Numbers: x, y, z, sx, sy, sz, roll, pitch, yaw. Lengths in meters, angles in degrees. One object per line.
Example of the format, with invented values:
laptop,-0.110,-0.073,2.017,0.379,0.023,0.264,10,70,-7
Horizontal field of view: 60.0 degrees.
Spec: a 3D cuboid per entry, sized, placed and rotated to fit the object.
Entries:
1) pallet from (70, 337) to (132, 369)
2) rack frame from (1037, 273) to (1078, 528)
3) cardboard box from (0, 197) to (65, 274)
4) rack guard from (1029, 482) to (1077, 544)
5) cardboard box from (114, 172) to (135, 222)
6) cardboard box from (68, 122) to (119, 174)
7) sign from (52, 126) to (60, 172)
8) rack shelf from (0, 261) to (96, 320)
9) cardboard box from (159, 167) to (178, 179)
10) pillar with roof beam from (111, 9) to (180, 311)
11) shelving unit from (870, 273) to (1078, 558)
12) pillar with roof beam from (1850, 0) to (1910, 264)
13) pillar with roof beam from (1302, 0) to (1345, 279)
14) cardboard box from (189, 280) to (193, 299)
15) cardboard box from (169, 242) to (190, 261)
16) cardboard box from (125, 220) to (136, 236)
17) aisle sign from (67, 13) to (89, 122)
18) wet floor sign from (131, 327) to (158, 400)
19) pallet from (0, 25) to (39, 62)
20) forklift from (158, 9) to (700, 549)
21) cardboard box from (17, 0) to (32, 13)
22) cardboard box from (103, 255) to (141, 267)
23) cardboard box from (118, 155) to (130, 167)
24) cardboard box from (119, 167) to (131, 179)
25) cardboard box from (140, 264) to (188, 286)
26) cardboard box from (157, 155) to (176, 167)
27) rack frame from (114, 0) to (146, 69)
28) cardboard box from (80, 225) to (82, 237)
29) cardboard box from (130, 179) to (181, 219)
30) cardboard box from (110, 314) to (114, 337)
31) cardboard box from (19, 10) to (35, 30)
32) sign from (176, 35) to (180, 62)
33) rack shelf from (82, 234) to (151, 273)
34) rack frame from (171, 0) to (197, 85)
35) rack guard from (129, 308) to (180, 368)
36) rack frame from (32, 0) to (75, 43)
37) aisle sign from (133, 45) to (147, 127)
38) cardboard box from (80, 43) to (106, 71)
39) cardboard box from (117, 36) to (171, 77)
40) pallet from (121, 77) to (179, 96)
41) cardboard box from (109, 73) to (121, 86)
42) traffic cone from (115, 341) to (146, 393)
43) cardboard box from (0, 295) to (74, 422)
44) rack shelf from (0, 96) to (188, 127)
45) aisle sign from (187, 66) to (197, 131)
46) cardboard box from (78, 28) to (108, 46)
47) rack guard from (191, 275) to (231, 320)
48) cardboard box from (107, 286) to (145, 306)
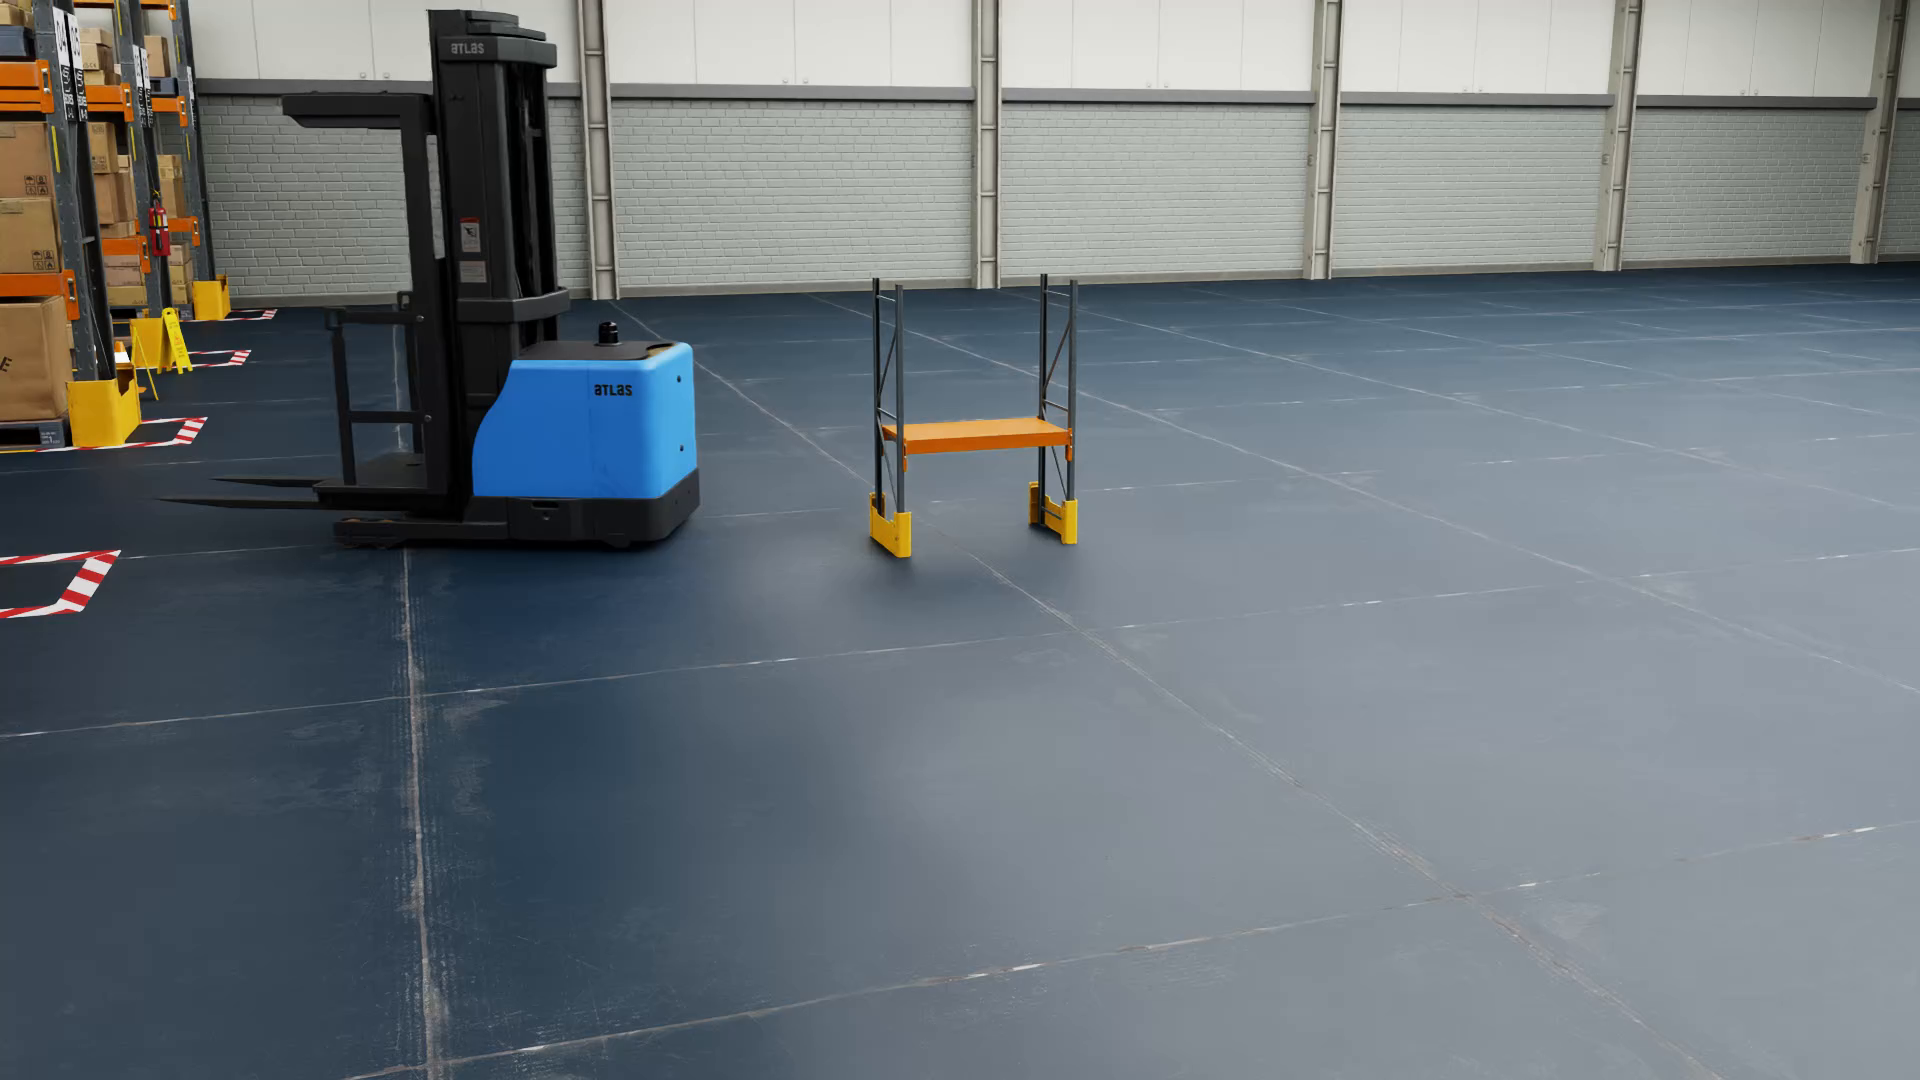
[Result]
pallet,-9.281,-1.955,17.406,1.213,0.211,1.003,-4,14,-18
rack frame,0.563,-0.773,9.653,0.032,1.500,0.500,-4,14,-18
cardboard box,-7.090,-2.327,12.620,0.550,0.550,0.875,-4,14,-18
rack guard,0.544,-0.164,9.792,0.087,0.250,0.587,-4,14,-18
cardboard box,-8.965,-3.589,17.389,0.500,0.500,0.500,-5,14,-19
cardboard box,-8.842,-3.964,16.805,0.500,0.500,0.700,-5,14,-19
sign,-6.593,-2.850,12.128,0.005,0.325,0.100,-4,14,-18
rack shelf,-8.649,-1.794,12.257,4.000,0.370,1.077,-4,14,-18
cardboard box,-10.254,-4.735,21.450,0.250,0.149,0.380,-4,14,-17
pillar with roof beam,-9.589,-6.579,17.854,0.400,9.000,9.100,-4,14,-18
shelving unit,0.072,-0.735,9.493,1.083,1.500,0.587,-4,14,-18
pillar with roof beam,18.845,-8.793,27.162,0.400,9.000,9.100,-4,14,-18
pillar with roof beam,7.471,-7.907,23.439,0.400,9.000,9.100,-4,14,-18
cardboard box,-10.542,-3.331,22.200,0.500,0.250,0.500,-4,14,-18
cardboard box,-10.530,-3.817,22.082,0.500,0.250,0.500,-5,14,-19
cardboard box,-8.816,-3.268,17.441,0.250,0.149,0.380,-4,14,-18
aisle sign,-6.782,-3.627,12.792,0.004,0.787,0.394,-4,14,-18
wet floor sign,-7.357,-1.582,14.901,0.232,0.644,0.267,-7,15,-28
pallet,-7.453,-3.651,12.217,1.213,0.211,1.003,-4,14,-18
forklift,-3.141,-1.497,9.601,3.031,2.935,1.130,1,13,4
cardboard box,-7.292,-4.096,12.456,0.500,0.250,0.500,-4,14,-18
cardboard box,-10.833,-3.670,21.462,0.500,0.250,0.500,-4,14,-17
cardboard box,-10.750,-4.844,21.264,0.250,0.149,0.380,-4,14,-17
cardboard box,-10.752,-4.704,21.319,0.250,0.149,0.380,-4,14,-17
cardboard box,-10.376,-3.463,21.675,0.500,0.250,0.500,-5,14,-19
cardboard box,-10.287,-4.894,21.476,0.250,0.149,0.380,-4,14,-18
rack frame,-8.428,-6.288,16.632,0.127,3.000,1.000,-4,14,-18
cardboard box,-8.919,-3.130,16.862,0.250,0.149,0.380,-5,14,-19
cardboard box,-10.397,-4.413,21.496,0.500,0.500,0.500,-5,14,-19
cardboard box,-9.280,-2.237,17.601,0.500,0.250,0.500,-5,14,-19
cardboard box,-7.180,-3.926,12.605,0.250,0.149,0.380,-4,14,-18
sign,-9.854,-6.189,20.957,0.005,0.325,0.100,-4,14,-18
rack shelf,-10.323,-2.872,16.789,4.000,0.370,1.077,-4,14,-18
rack frame,-10.014,-7.377,21.208,0.127,3.000,1.000,-4,14,-18
rack guard,-8.500,-2.148,17.592,0.348,0.500,1.175,-4,14,-18
rack frame,-6.753,-5.210,12.100,0.127,3.000,1.000,-4,14,-18
aisle sign,-8.276,-4.575,16.778,0.004,0.787,0.394,-4,14,-18
cardboard box,-8.827,-4.804,16.555,0.500,0.250,0.500,-5,14,-19
cardboard box,-10.356,-6.133,21.121,0.500,0.500,0.500,-4,14,-16
pallet,-10.693,-5.828,21.370,1.213,0.211,1.003,-4,14,-18
cardboard box,-8.846,-4.753,17.205,0.250,0.149,0.380,-4,14,-18
traffic cone,-7.747,-1.602,15.379,0.334,0.463,0.336,-4,14,-18
cardboard box,-7.375,-1.397,12.720,0.875,0.875,0.875,-4,14,-18
rack shelf,-11.910,-5.420,21.018,4.000,0.370,1.077,-4,14,-18
aisle sign,-9.858,-5.663,21.351,0.004,0.787,0.394,-4,14,-18
cardboard box,-8.654,-5.005,16.539,0.250,0.149,0.380,-4,14,-18
rack guard,-9.992,-3.244,22.199,0.348,0.500,1.175,-4,14,-18
cardboard box,-10.833,-3.186,21.589,0.500,0.250,0.500,-4,14,-18
